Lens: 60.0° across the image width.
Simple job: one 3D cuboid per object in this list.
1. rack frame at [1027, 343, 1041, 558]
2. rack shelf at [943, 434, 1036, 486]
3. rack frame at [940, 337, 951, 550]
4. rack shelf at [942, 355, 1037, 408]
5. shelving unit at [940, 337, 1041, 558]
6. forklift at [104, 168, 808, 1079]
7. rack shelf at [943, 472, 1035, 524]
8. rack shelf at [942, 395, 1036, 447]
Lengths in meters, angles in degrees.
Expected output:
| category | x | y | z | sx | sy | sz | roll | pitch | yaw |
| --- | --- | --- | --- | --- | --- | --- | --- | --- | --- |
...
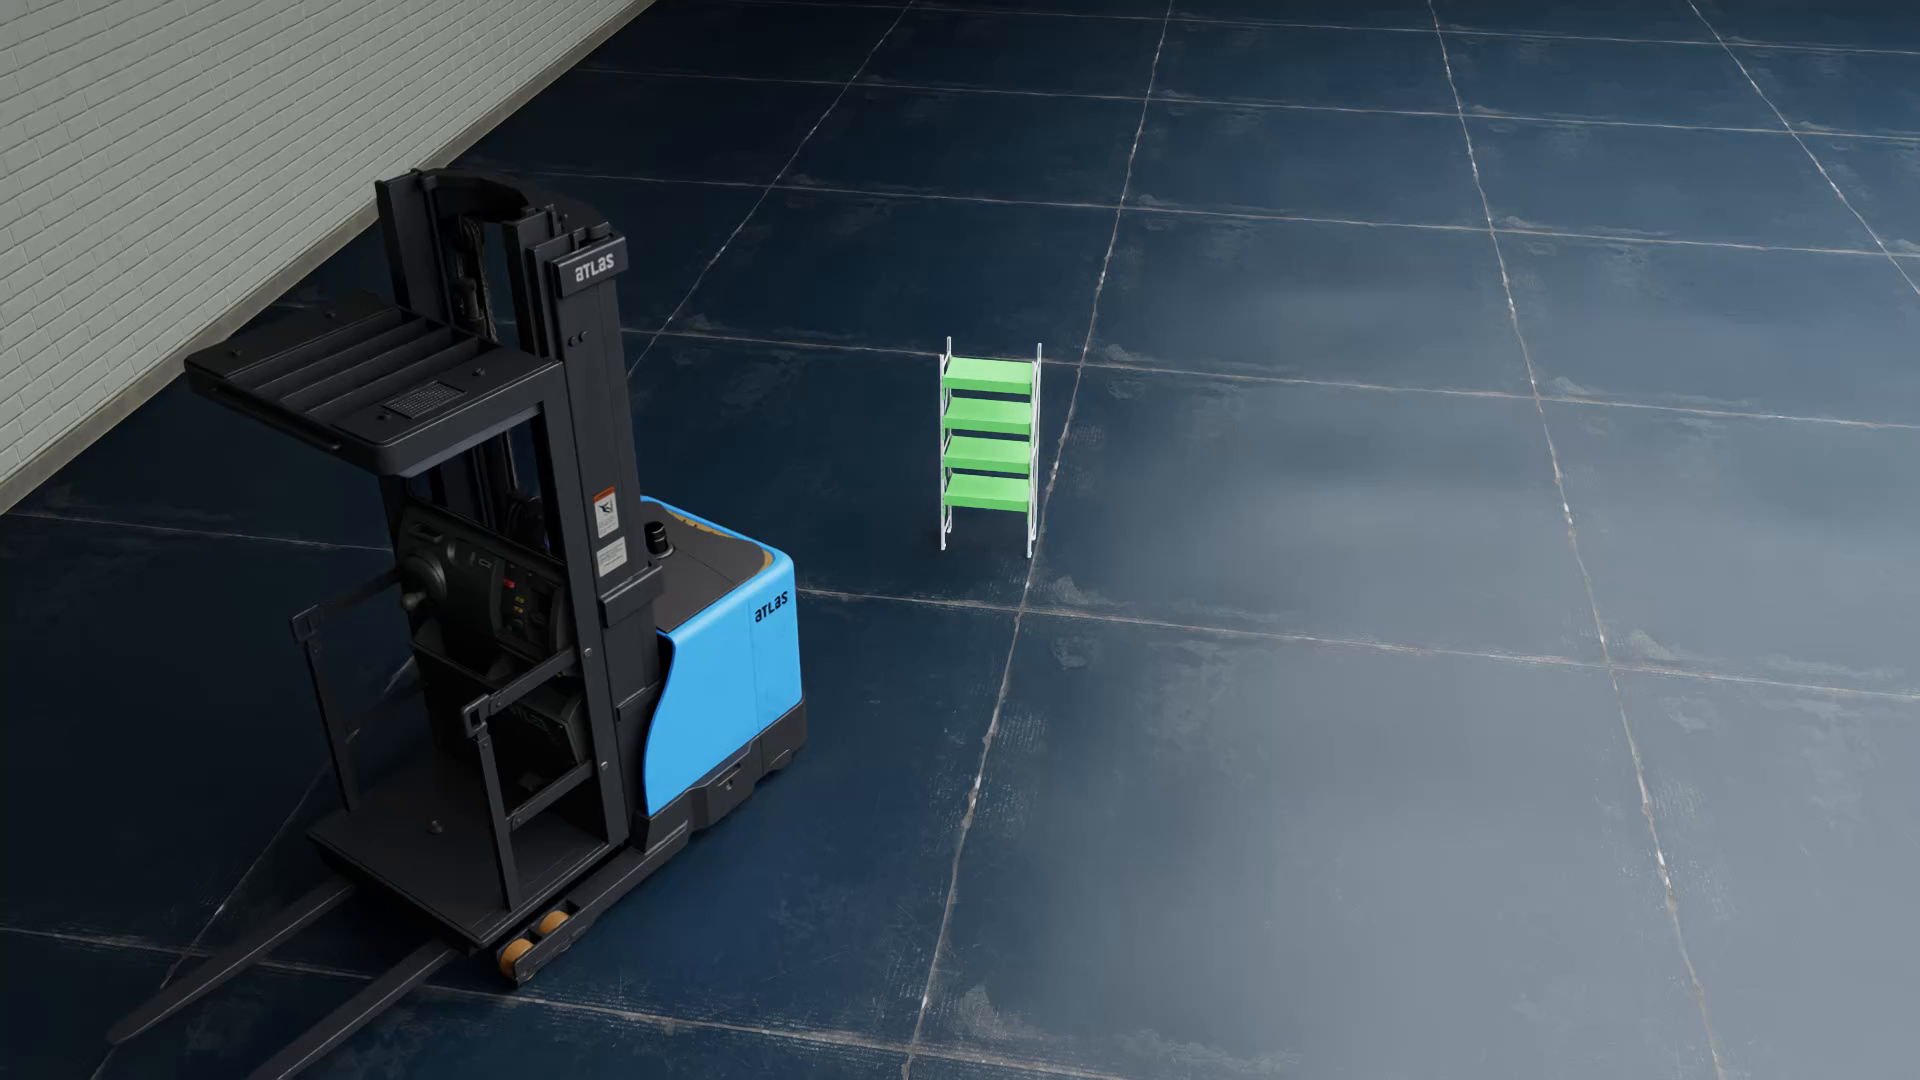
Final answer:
| category | x | y | z | sx | sy | sz | roll | pitch | yaw |
| --- | --- | --- | --- | --- | --- | --- | --- | --- | --- |
| rack frame | 0.404 | -0.472 | 9.047 | 0.015 | 1.200 | 0.240 | 5 | 32 | 8 |
| rack shelf | 0.163 | -0.440 | 9.116 | 0.480 | 0.148 | 0.258 | 5 | 32 | 8 |
| rack frame | -0.077 | -0.516 | 9.117 | 0.015 | 1.200 | 0.240 | 5 | 32 | 8 |
| rack shelf | 0.163 | -0.847 | 8.861 | 0.480 | 0.148 | 0.258 | 5 | 32 | 8 |
| shelving unit | 0.163 | -0.494 | 9.082 | 0.503 | 1.200 | 0.258 | 5 | 32 | 8 |
| forklift | -1.983 | 0.221 | 6.308 | 1.130 | 2.935 | 3.031 | 21 | 38 | 30 |
| rack shelf | 0.163 | -0.236 | 9.243 | 0.480 | 0.148 | 0.258 | 5 | 32 | 8 |
| rack shelf | 0.163 | -0.643 | 8.988 | 0.480 | 0.148 | 0.258 | 5 | 32 | 8 |
